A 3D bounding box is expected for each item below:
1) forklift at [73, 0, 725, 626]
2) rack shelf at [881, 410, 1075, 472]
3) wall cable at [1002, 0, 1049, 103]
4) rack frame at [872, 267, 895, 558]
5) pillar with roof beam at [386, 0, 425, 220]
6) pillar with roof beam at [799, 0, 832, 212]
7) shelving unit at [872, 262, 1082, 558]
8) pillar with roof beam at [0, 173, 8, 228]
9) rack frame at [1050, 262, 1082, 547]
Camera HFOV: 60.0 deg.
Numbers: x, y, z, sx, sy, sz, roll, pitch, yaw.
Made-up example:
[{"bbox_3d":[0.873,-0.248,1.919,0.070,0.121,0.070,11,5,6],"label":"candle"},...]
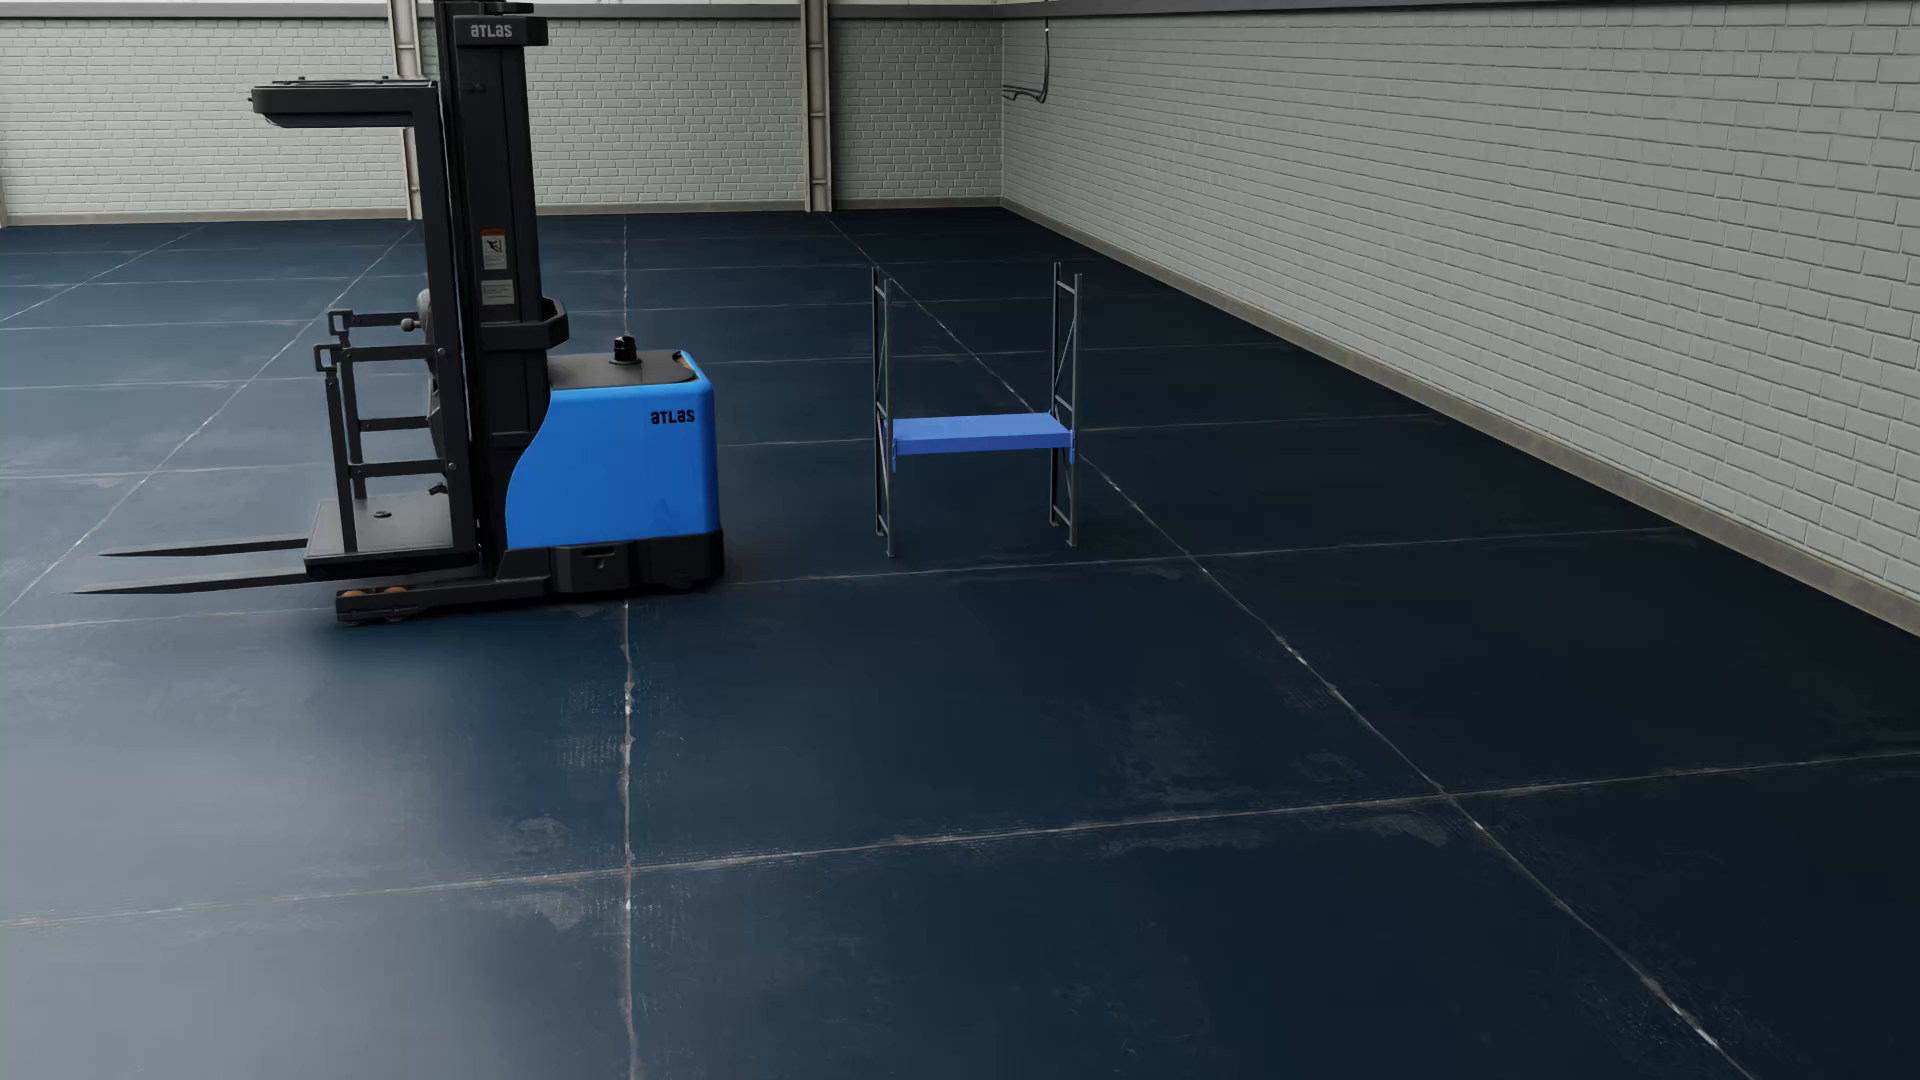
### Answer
[{"bbox_3d":[-2.782,-1.163,8.108,3.031,2.935,1.130,-5,18,-16],"label":"forklift"},{"bbox_3d":[0.084,-0.550,9.160,1.000,0.185,0.538,-3,17,-10],"label":"rack shelf"},{"bbox_3d":[0.913,-7.792,24.642,0.112,2.526,3.097,-3,17,-10],"label":"wall cable"},{"bbox_3d":[-0.415,-0.693,9.015,0.032,1.500,0.500,-3,17,-10],"label":"rack frame"},{"bbox_3d":[-7.304,-7.918,19.765,0.400,9.000,9.100,-3,17,-10],"label":"pillar with roof beam"},{"bbox_3d":[-1.413,-8.252,20.853,0.400,9.000,9.100,-3,17,-10],"label":"pillar with roof beam"},{"bbox_3d":[0.084,-0.722,9.107,1.048,1.500,0.538,-3,17,-10],"label":"shelving unit"},{"bbox_3d":[-13.196,-7.584,18.677,0.400,9.000,9.100,-3,17,-10],"label":"pillar with roof beam"},{"bbox_3d":[0.583,-0.750,9.199,0.032,1.500,0.500,-3,17,-10],"label":"rack frame"}]
